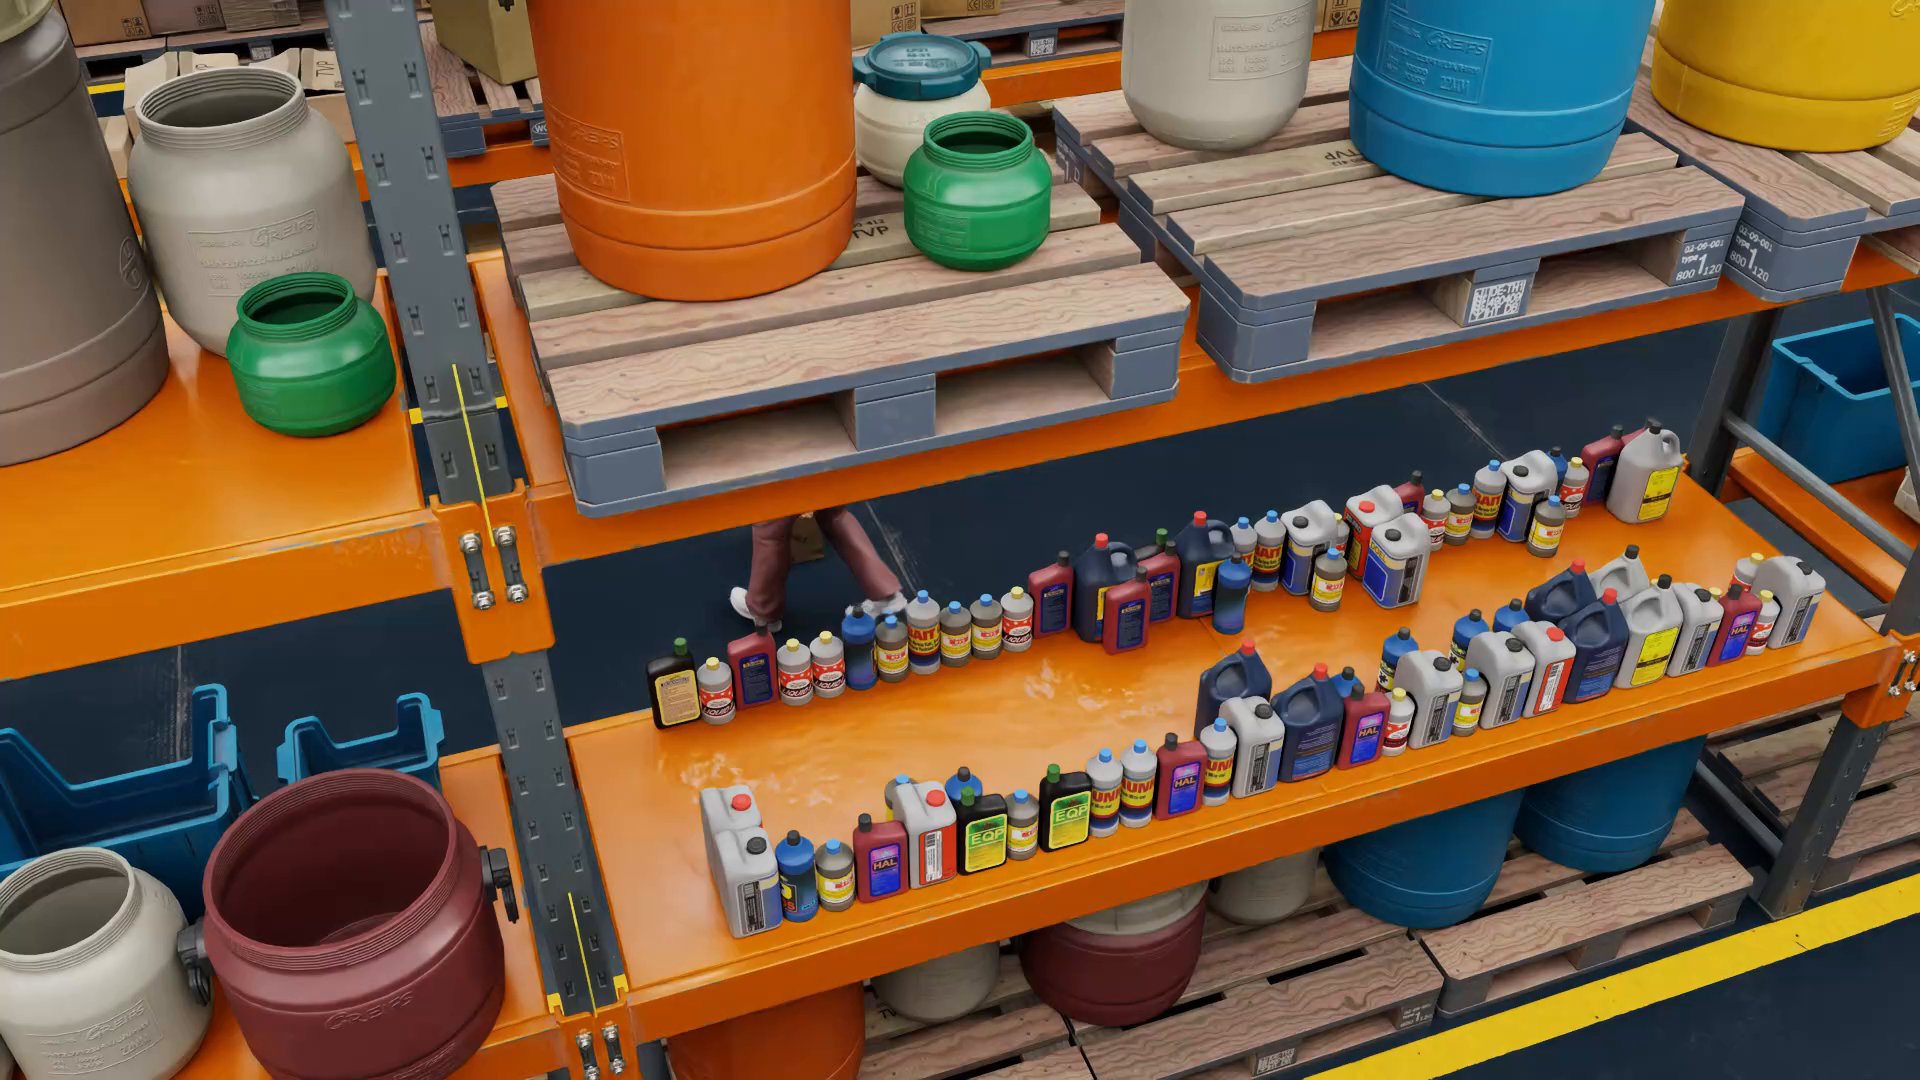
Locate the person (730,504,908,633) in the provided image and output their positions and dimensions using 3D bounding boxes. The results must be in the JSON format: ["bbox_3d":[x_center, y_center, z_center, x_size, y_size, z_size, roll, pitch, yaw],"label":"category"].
[{"bbox_3d":[-0.584,-0.304,6.547,0.504,1.649,0.739,-28,46,-31],"label":"person"}]
